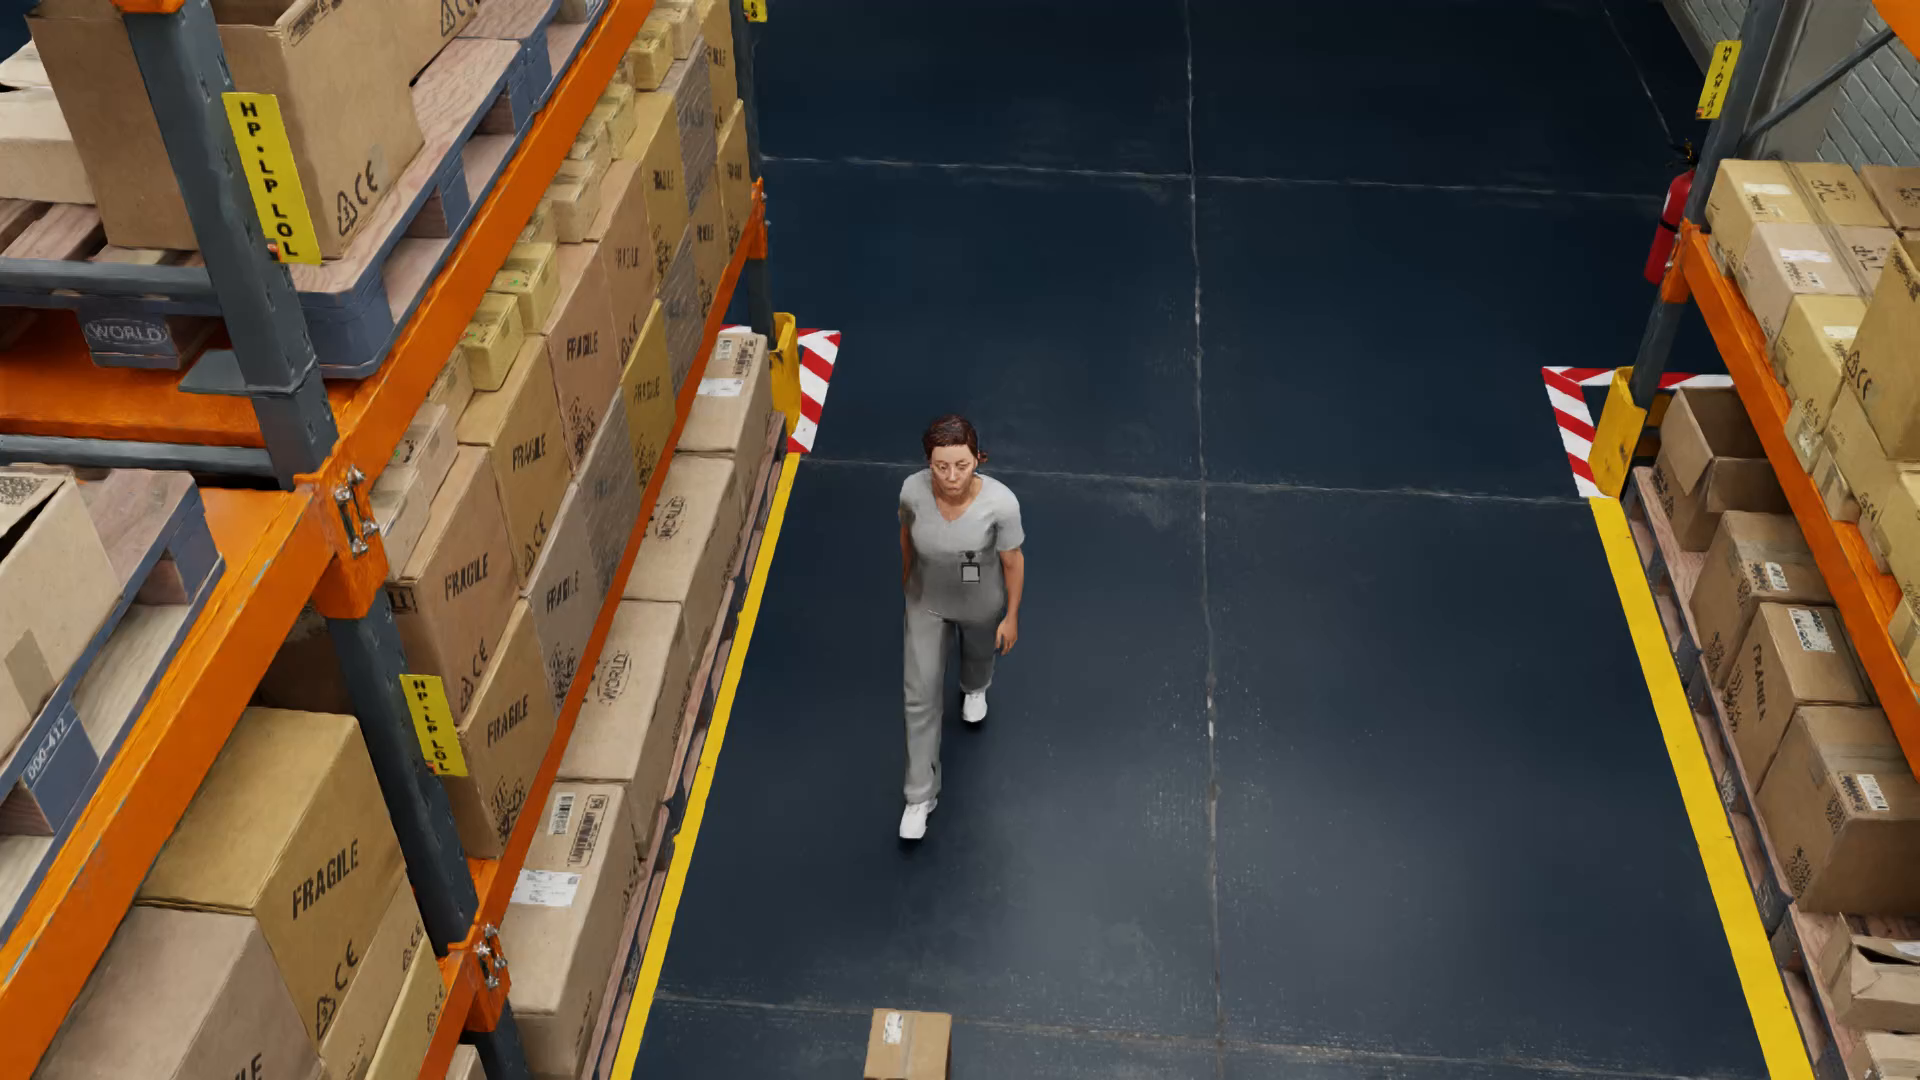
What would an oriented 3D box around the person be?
[{"bbox_3d":[-0.005,0.236,5.896,0.456,1.619,0.953,4,40,4],"label":"person"}]
